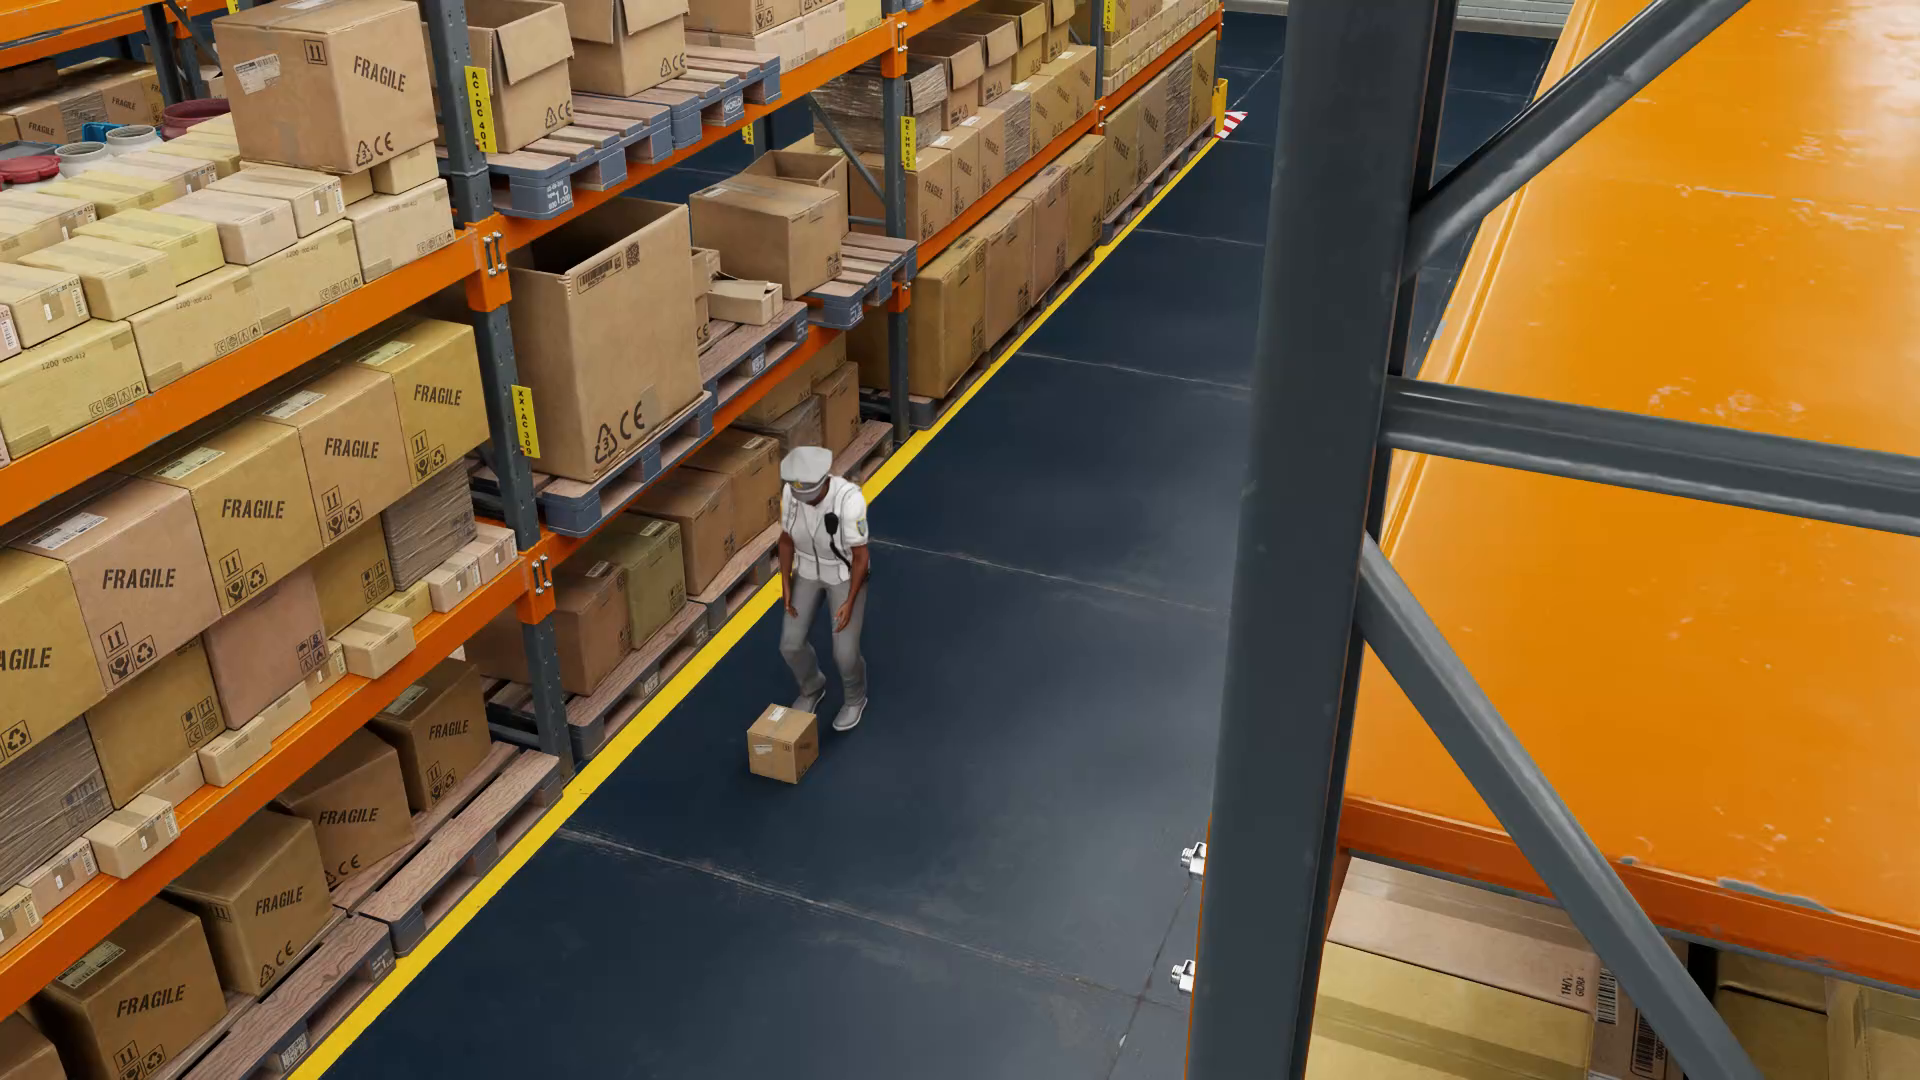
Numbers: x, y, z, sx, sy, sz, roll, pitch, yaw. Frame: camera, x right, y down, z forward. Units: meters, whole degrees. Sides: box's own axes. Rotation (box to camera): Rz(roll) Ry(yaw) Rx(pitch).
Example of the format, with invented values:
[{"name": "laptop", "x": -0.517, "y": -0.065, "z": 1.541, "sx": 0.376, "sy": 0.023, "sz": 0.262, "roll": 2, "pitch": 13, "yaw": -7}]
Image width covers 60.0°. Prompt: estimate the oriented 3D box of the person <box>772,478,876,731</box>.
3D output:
[{"name": "person", "x": -0.679, "y": 0.317, "z": 8.074, "sx": 0.493, "sy": 1.440, "sz": 0.548, "roll": 12, "pitch": 32, "yaw": 19}]
